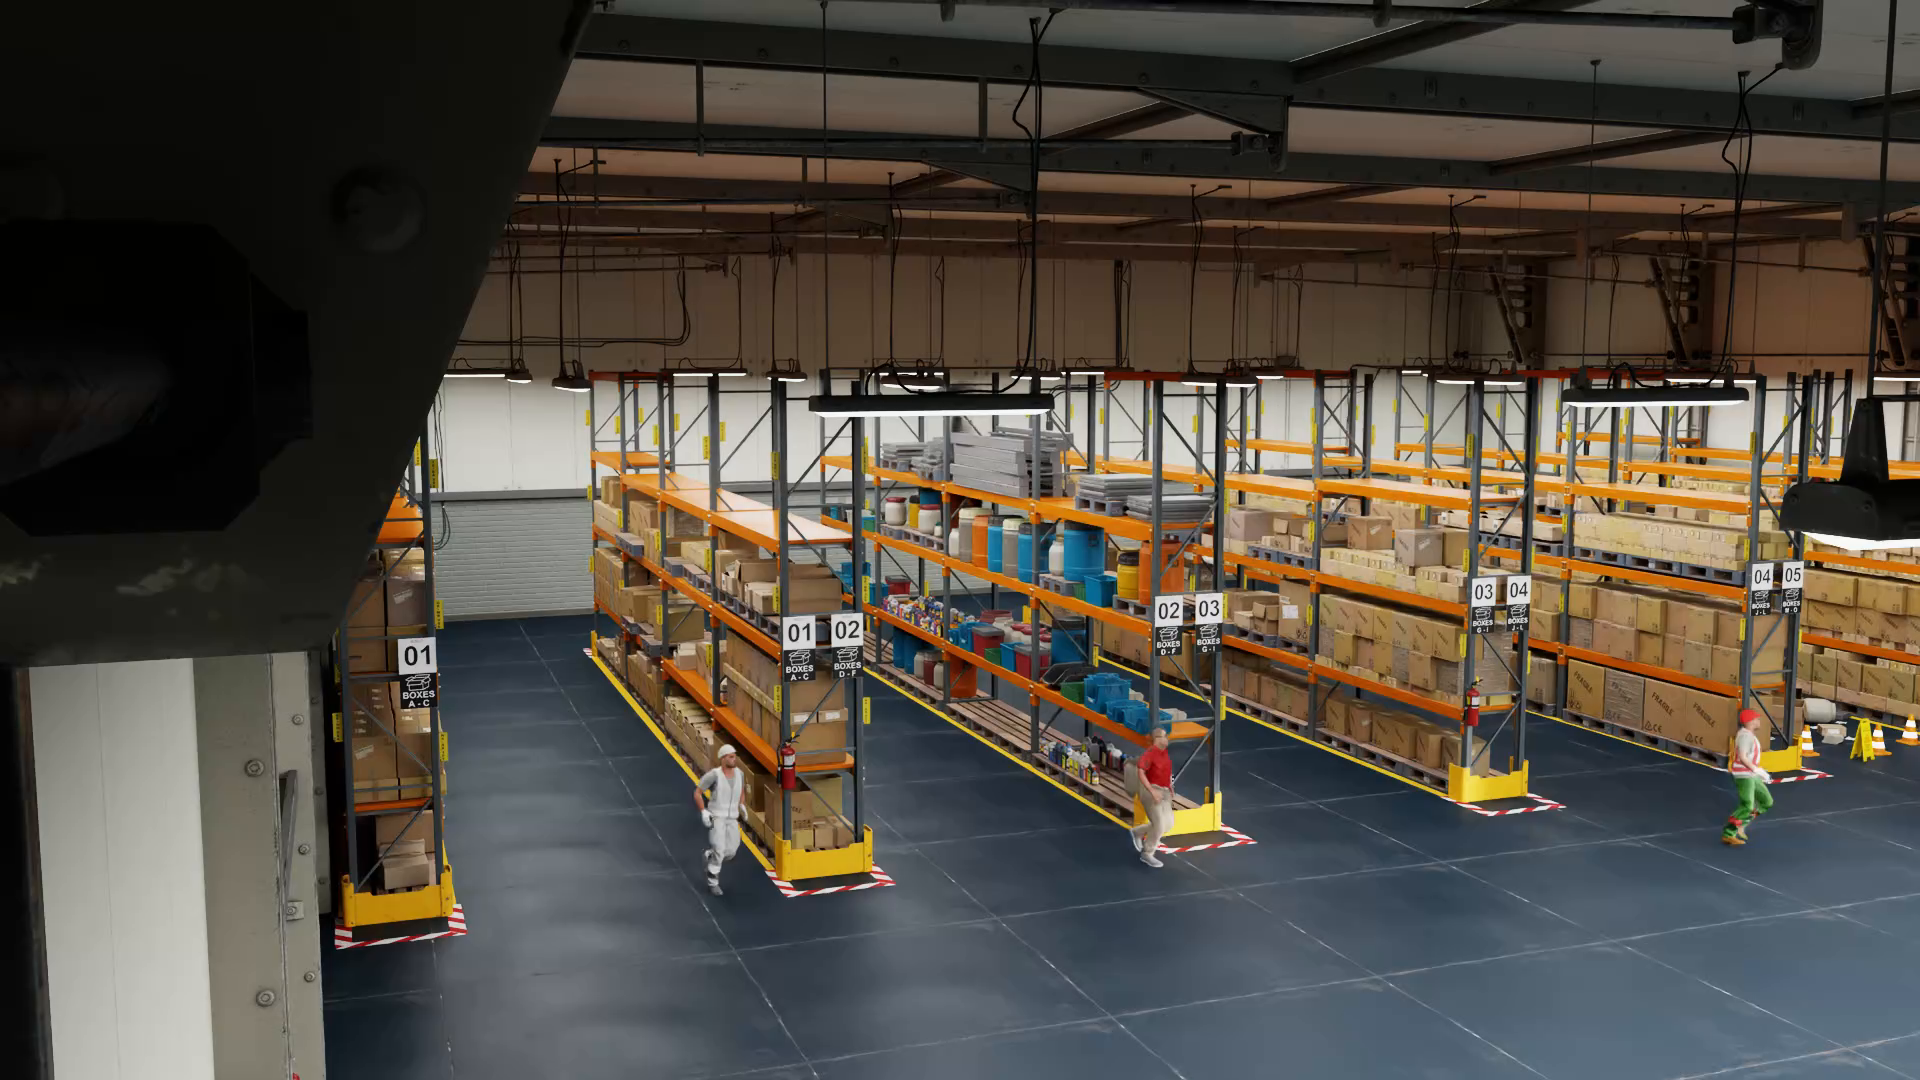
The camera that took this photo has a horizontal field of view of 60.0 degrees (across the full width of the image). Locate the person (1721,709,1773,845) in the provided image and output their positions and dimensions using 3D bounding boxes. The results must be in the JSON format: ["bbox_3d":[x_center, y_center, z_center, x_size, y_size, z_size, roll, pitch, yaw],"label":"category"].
[{"bbox_3d":[10.260,3.059,21.589,0.565,1.720,0.718,4,7,31],"label":"person"}]

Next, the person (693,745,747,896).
[{"bbox_3d":[-2.842,3.284,19.769,0.702,1.729,0.619,-5,8,-39],"label":"person"}]

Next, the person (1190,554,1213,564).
[{"bbox_3d":[5.894,0.906,41.188,0.640,1.753,0.805,-4,7,-31],"label":"person"}]

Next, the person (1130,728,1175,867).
[{"bbox_3d":[2.430,3.192,20.873,0.547,1.669,0.705,4,8,32],"label":"person"}]
